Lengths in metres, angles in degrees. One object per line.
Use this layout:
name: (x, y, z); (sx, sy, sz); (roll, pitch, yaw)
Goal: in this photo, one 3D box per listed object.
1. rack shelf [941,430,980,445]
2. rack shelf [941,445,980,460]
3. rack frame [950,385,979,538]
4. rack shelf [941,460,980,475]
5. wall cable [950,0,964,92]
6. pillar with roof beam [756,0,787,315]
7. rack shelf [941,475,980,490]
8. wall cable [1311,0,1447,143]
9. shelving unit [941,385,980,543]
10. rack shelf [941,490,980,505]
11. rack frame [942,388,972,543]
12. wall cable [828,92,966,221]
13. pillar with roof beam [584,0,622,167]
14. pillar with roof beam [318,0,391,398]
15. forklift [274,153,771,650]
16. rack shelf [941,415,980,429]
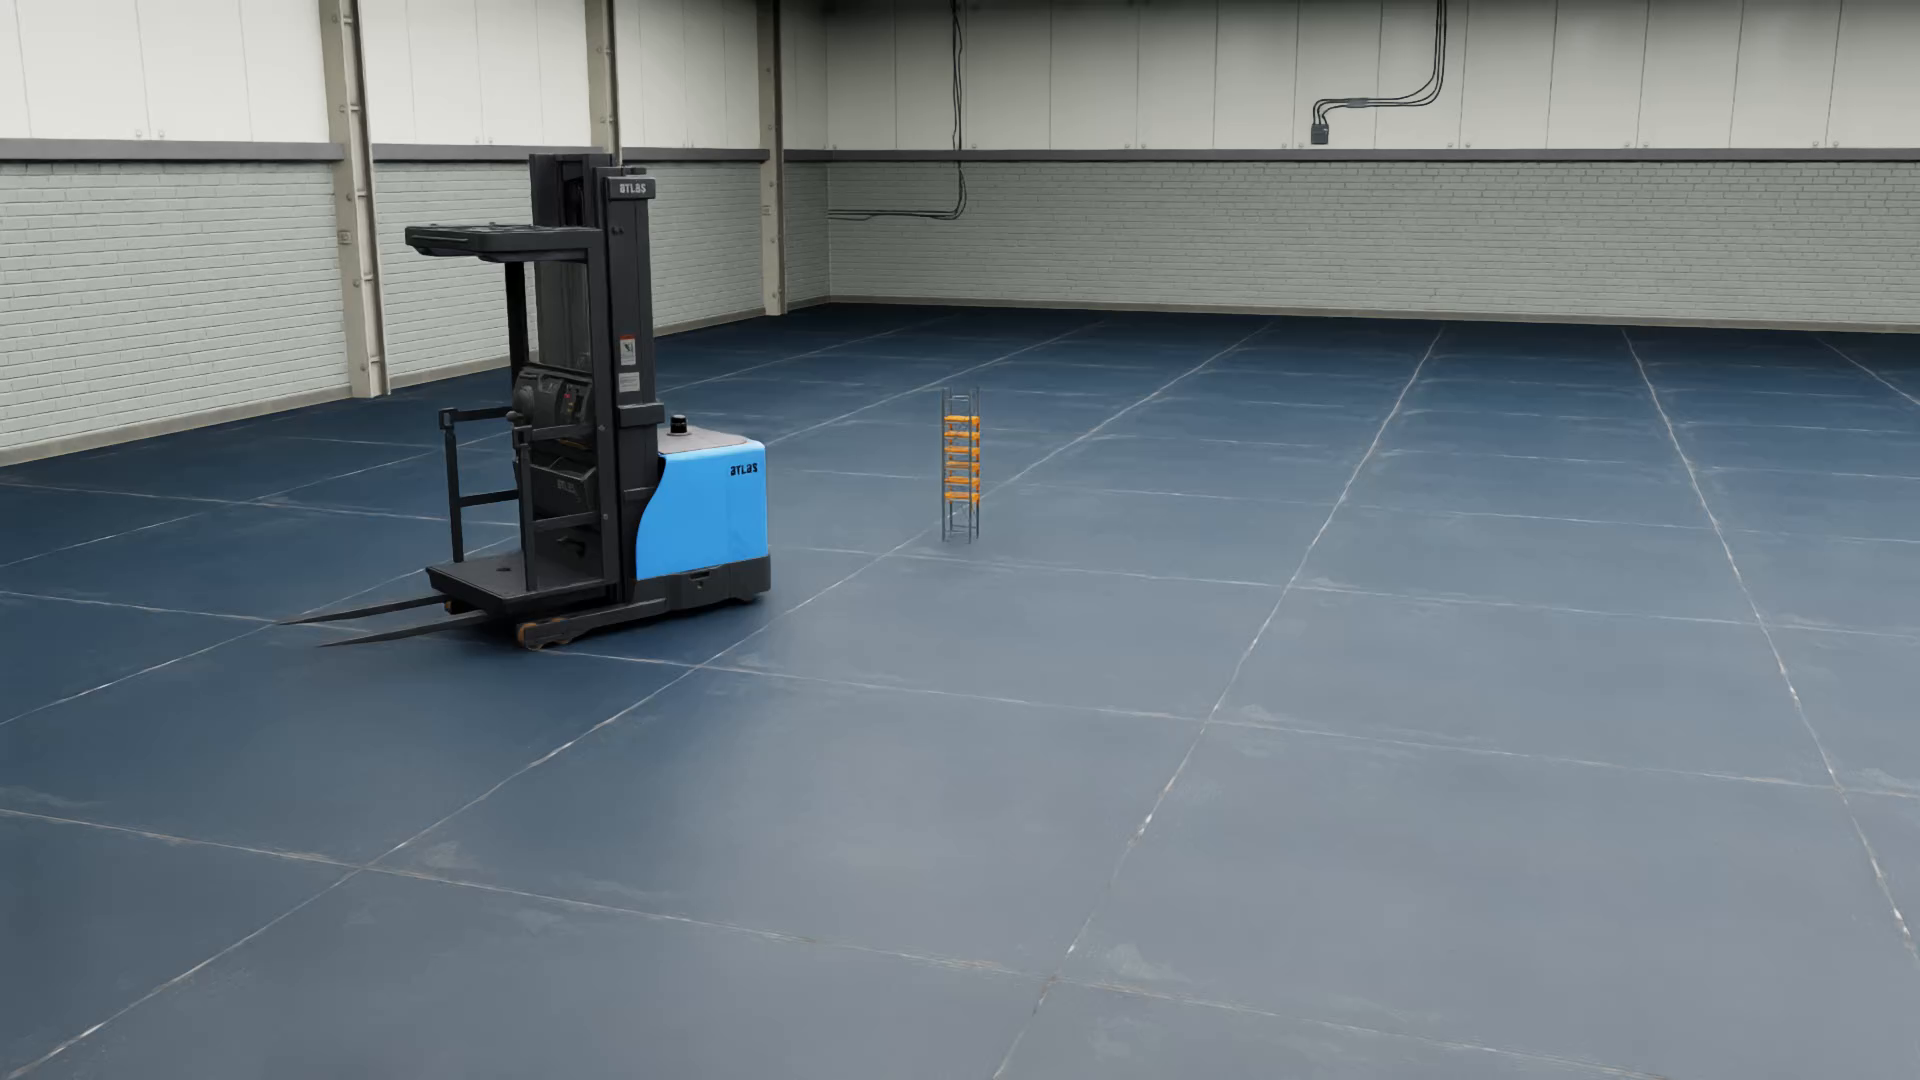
rack shelf: (0.005, -0.779, 12.824); (0.258, 0.103, 0.180); (4, 14, 18)
rack shelf: (0.005, -0.662, 12.851); (0.258, 0.103, 0.180); (4, 14, 18)
rack frame: (0.034, -0.607, 12.952); (0.240, 1.200, 0.006); (4, 14, 18)
rack shelf: (0.005, -0.545, 12.878); (0.258, 0.103, 0.180); (4, 14, 18)
wall cable: (1.215, -10.016, 32.275); (3.097, 2.526, 0.112); (4, 14, 18)
pillar with roof beam: (0.524, -8.427, 29.686); (9.100, 9.000, 0.400); (4, 14, 18)
rack shelf: (0.005, -0.428, 12.904); (0.258, 0.103, 0.180); (4, 14, 18)
wall cable: (7.632, -10.233, 29.957); (2.305, 6.003, 0.169); (4, 14, 18)
shelving unit: (0.005, -0.588, 12.868); (0.258, 1.200, 0.189); (4, 14, 18)
rack shelf: (0.005, -0.311, 12.931); (0.258, 0.103, 0.180); (4, 14, 18)
rack frame: (-0.025, -0.569, 12.783); (0.240, 1.200, 0.006); (4, 14, 18)
wall cable: (-1.345, -7.748, 33.690); (3.097, 2.526, 0.112); (4, 14, 18)
pillar with roof beam: (-1.418, -7.164, 24.151); (9.100, 9.000, 0.400); (4, 14, 18)
pillar with roof beam: (-3.359, -5.900, 18.616); (9.100, 9.000, 0.400); (4, 14, 18)
forklift: (-2.713, -0.892, 10.310); (3.031, 2.935, 1.130); (-11, 17, -40)
rack shelf: (0.005, -0.896, 12.798); (0.258, 0.103, 0.180); (4, 14, 18)
